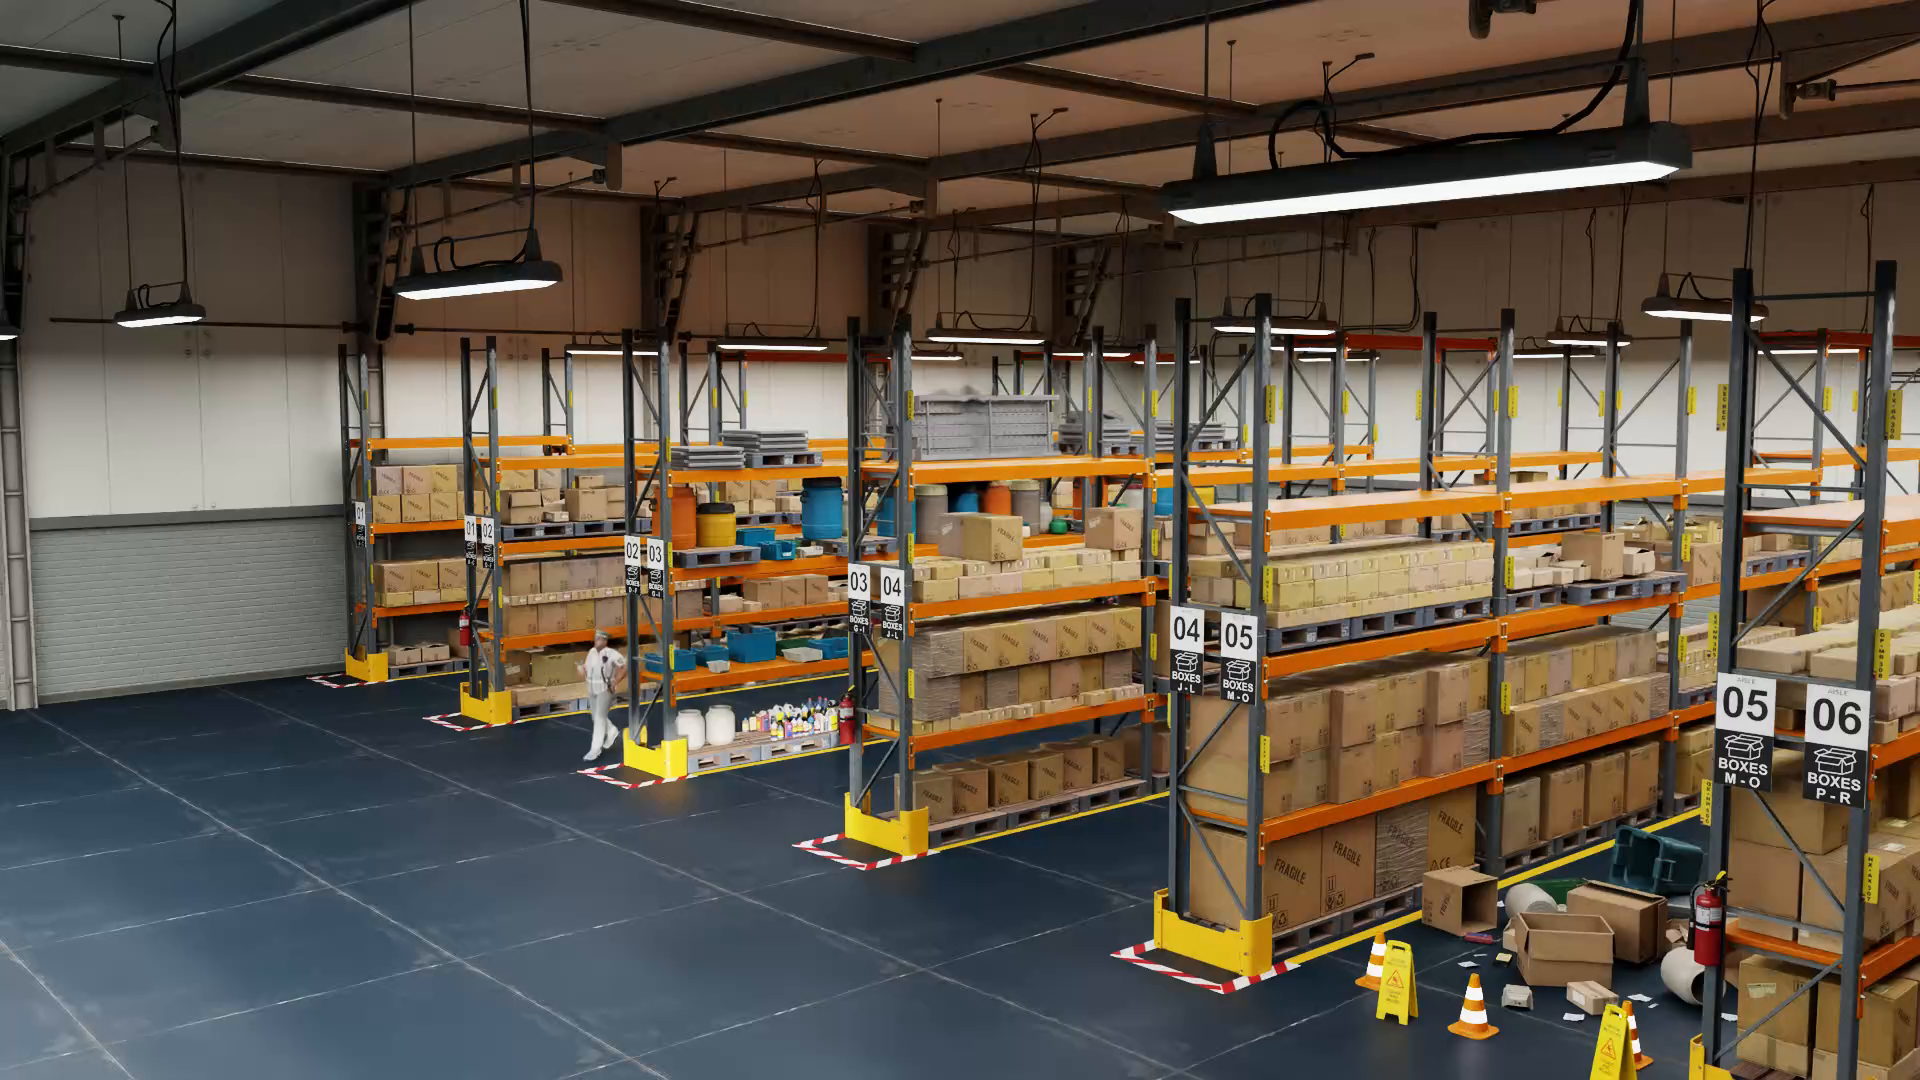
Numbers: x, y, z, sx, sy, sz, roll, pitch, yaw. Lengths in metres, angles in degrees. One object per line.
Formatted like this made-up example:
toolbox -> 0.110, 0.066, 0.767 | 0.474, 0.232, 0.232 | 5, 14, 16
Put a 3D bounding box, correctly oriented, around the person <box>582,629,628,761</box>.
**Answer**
person -> -5.105, 2.160, 23.643 | 0.670, 1.811, 0.878 | 3, 6, 32
